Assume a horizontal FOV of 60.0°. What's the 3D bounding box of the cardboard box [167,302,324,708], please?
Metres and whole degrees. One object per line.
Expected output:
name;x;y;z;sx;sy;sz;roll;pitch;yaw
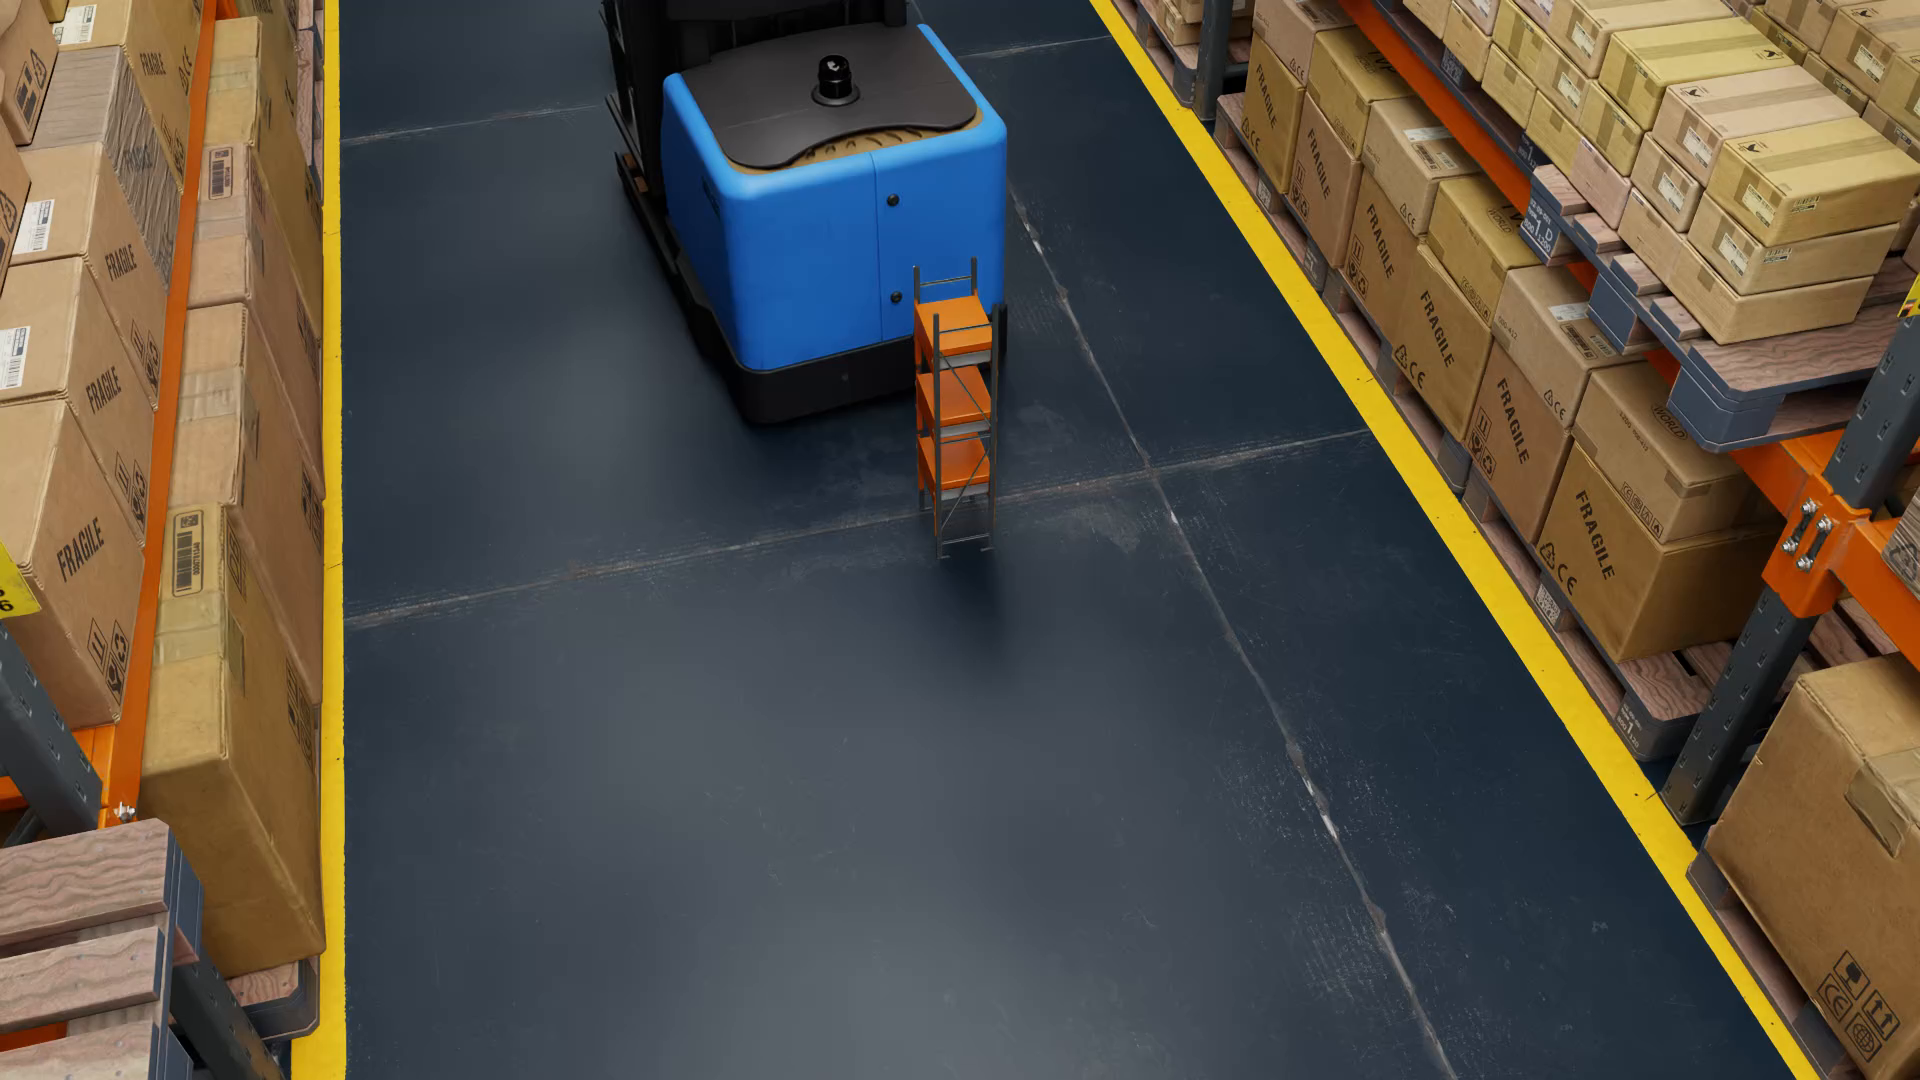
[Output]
cardboard box;-2.602;0.005;4.838;1.225;0.875;0.875;-11;47;-10

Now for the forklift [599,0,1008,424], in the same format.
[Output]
forklift;-0.843;-2.519;6.166;1.130;2.935;3.031;-16;48;-15

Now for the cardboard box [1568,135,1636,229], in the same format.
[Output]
cardboard box;1.897;-0.996;4.508;0.380;0.149;0.250;-10;46;-10

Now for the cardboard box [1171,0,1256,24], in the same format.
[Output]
cardboard box;1.184;-2.505;7.599;0.380;0.149;0.250;-10;46;-10

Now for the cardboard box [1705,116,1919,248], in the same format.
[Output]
cardboard box;2.027;-0.853;3.951;0.380;0.149;0.250;-12;47;-12

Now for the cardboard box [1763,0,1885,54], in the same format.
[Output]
cardboard box;2.467;-1.491;4.576;0.380;0.149;0.250;-13;47;-12

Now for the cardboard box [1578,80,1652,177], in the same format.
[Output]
cardboard box;1.889;-1.117;4.418;0.380;0.149;0.250;-10;46;-9

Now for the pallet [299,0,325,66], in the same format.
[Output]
pallet;-3.684;-2.663;8.212;1.003;0.211;1.213;-11;47;-10

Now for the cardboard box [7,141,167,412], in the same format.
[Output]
cardboard box;-2.355;-0.623;4.190;0.500;0.500;0.500;-11;47;-11

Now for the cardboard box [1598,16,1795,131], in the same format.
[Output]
cardboard box;1.898;-1.208;4.299;0.380;0.149;0.250;-9;46;-9

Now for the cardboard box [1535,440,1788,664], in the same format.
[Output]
cardboard box;2.174;-0.010;5.116;0.500;0.500;0.500;-11;47;-11

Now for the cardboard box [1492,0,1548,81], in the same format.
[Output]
cardboard box;1.764;-1.463;4.757;0.380;0.149;0.250;-11;47;-11

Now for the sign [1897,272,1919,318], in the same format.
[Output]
sign;2.073;-0.603;3.486;0.100;0.325;0.005;-11;47;-10

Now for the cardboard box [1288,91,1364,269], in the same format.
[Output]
cardboard box;1.641;-1.441;6.518;0.500;0.500;0.500;-9;46;-9

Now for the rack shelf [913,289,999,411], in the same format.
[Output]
rack shelf;-0.014;-0.596;5.216;0.215;0.259;0.240;-11;47;-10

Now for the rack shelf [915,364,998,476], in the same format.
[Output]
rack shelf;-0.014;-0.397;5.419;0.215;0.259;0.240;-11;47;-10

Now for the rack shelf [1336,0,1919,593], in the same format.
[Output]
rack shelf;2.084;-1.460;5.585;1.077;0.370;4.000;-11;47;-10

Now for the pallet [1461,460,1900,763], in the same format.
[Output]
pallet;2.397;0.105;5.499;1.003;0.211;1.213;-11;47;-10

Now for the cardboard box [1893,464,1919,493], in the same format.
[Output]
cardboard box;2.653;-0.386;4.959;0.500;0.250;0.500;-13;47;-12

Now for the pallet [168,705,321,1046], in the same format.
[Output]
pallet;-2.354;0.924;4.697;1.003;0.211;1.213;-11;47;-10

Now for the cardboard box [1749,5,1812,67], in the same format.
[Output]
cardboard box;2.458;-1.409;4.705;0.380;0.149;0.250;-11;47;-10

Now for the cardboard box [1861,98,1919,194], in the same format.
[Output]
cardboard box;2.595;-1.052;4.354;0.380;0.149;0.250;-9;46;-8

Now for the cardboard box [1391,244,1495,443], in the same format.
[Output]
cardboard box;1.894;-0.731;5.822;0.500;0.500;0.500;-13;47;-12

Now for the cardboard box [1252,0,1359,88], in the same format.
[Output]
cardboard box;1.505;-2.069;6.608;0.500;0.250;0.500;-13;47;-12

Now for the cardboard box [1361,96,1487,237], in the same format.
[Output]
cardboard box;1.770;-1.349;5.903;0.500;0.250;0.500;-9;46;-9

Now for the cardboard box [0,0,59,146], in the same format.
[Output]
cardboard box;-2.739;-1.300;4.152;0.797;0.503;0.637;-9;46;-9

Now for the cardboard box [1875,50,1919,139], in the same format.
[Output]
cardboard box;2.593;-1.138;4.230;0.380;0.149;0.250;-12;47;-11

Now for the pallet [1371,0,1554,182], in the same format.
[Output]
pallet;2.049;-1.623;5.375;1.003;0.211;1.213;-11;47;-10

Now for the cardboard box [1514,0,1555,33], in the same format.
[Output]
cardboard box;1.770;-1.559;4.643;0.380;0.149;0.250;-11;47;-10

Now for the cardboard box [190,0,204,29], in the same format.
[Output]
cardboard box;-2.865;-2.018;5.557;0.500;0.500;0.500;-11;47;-10

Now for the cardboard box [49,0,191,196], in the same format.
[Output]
cardboard box;-2.605;-1.315;4.869;0.500;0.500;0.500;-11;47;-11

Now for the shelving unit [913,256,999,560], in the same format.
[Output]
shelving unit;-0.014;-0.404;5.411;0.215;1.050;0.252;-11;47;-10

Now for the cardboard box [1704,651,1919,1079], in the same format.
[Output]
cardboard box;2.665;0.746;4.200;1.050;0.750;0.750;-11;47;-11

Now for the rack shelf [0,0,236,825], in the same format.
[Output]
rack shelf;-2.737;-0.623;4.764;1.077;0.370;4.000;-11;47;-10

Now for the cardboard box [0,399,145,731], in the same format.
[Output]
cardboard box;-2.086;0.086;3.496;0.500;0.500;0.500;-9;46;-9

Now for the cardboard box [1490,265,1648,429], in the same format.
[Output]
cardboard box;2.027;-0.637;5.205;0.500;0.250;0.500;-10;46;-10

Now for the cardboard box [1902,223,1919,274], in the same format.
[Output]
cardboard box;2.676;-0.736;4.253;0.380;0.149;0.250;-11;47;-11

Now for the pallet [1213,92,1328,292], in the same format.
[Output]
pallet;1.772;-1.580;7.150;1.003;0.211;1.213;-11;47;-10

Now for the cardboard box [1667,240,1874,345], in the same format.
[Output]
cardboard box;2.025;-0.647;4.166;0.380;0.149;0.250;-10;46;-10

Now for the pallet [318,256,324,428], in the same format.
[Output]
pallet;-2.979;-0.761;6.348;1.003;0.211;1.213;-11;47;-10

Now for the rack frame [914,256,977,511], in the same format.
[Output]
rack frame;-0.045;-0.489;5.494;0.200;1.050;0.008;-11;47;-10

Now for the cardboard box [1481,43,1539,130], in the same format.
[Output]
cardboard box;1.766;-1.354;4.859;0.380;0.149;0.250;-13;47;-12

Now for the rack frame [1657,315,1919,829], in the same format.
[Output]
rack frame;2.596;-0.331;3.974;1.000;3.000;0.127;-11;47;-10

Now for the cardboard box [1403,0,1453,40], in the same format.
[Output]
cardboard box;1.629;-1.721;5.218;0.380;0.149;0.250;-13;47;-12

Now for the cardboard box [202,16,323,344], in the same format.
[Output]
cardboard box;-3.066;-1.221;6.040;1.225;0.875;0.875;-11;47;-10

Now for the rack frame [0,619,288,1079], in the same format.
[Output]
rack frame;-2.222;0.505;3.155;0.949;2.616;0.053;-11;47;-10

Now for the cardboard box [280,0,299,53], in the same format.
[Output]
cardboard box;-3.571;-2.751;7.539;0.875;0.875;0.875;-11;47;-10

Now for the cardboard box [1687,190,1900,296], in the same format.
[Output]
cardboard box;2.029;-0.752;4.061;0.380;0.149;0.250;-10;46;-9
